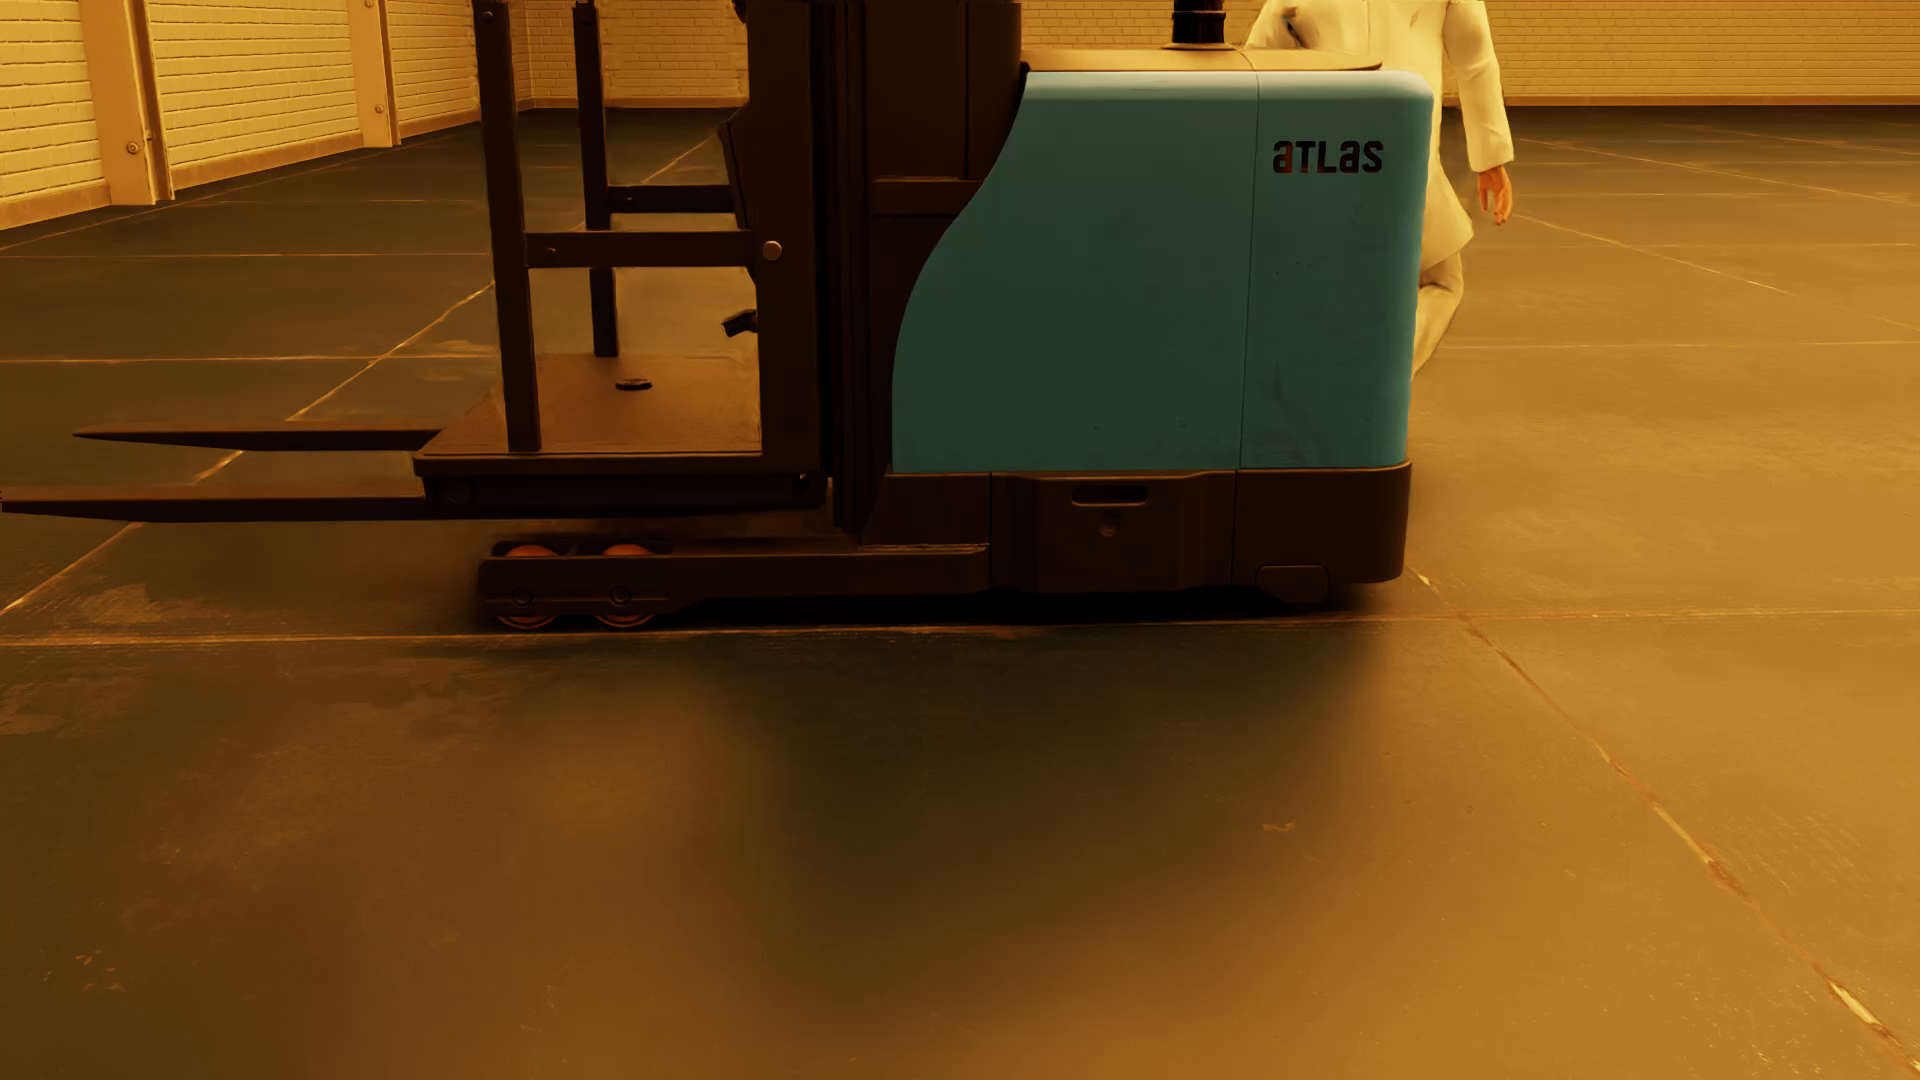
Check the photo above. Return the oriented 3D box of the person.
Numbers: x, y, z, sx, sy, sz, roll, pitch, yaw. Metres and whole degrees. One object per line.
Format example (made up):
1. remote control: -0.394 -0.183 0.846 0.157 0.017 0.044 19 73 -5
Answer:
1. person: 1.183 -1.042 4.929 0.850 1.719 0.595 10 20 29

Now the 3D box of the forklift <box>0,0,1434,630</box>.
1. forklift: -0.607 -1.380 3.419 3.031 2.935 1.130 -1 17 -2
